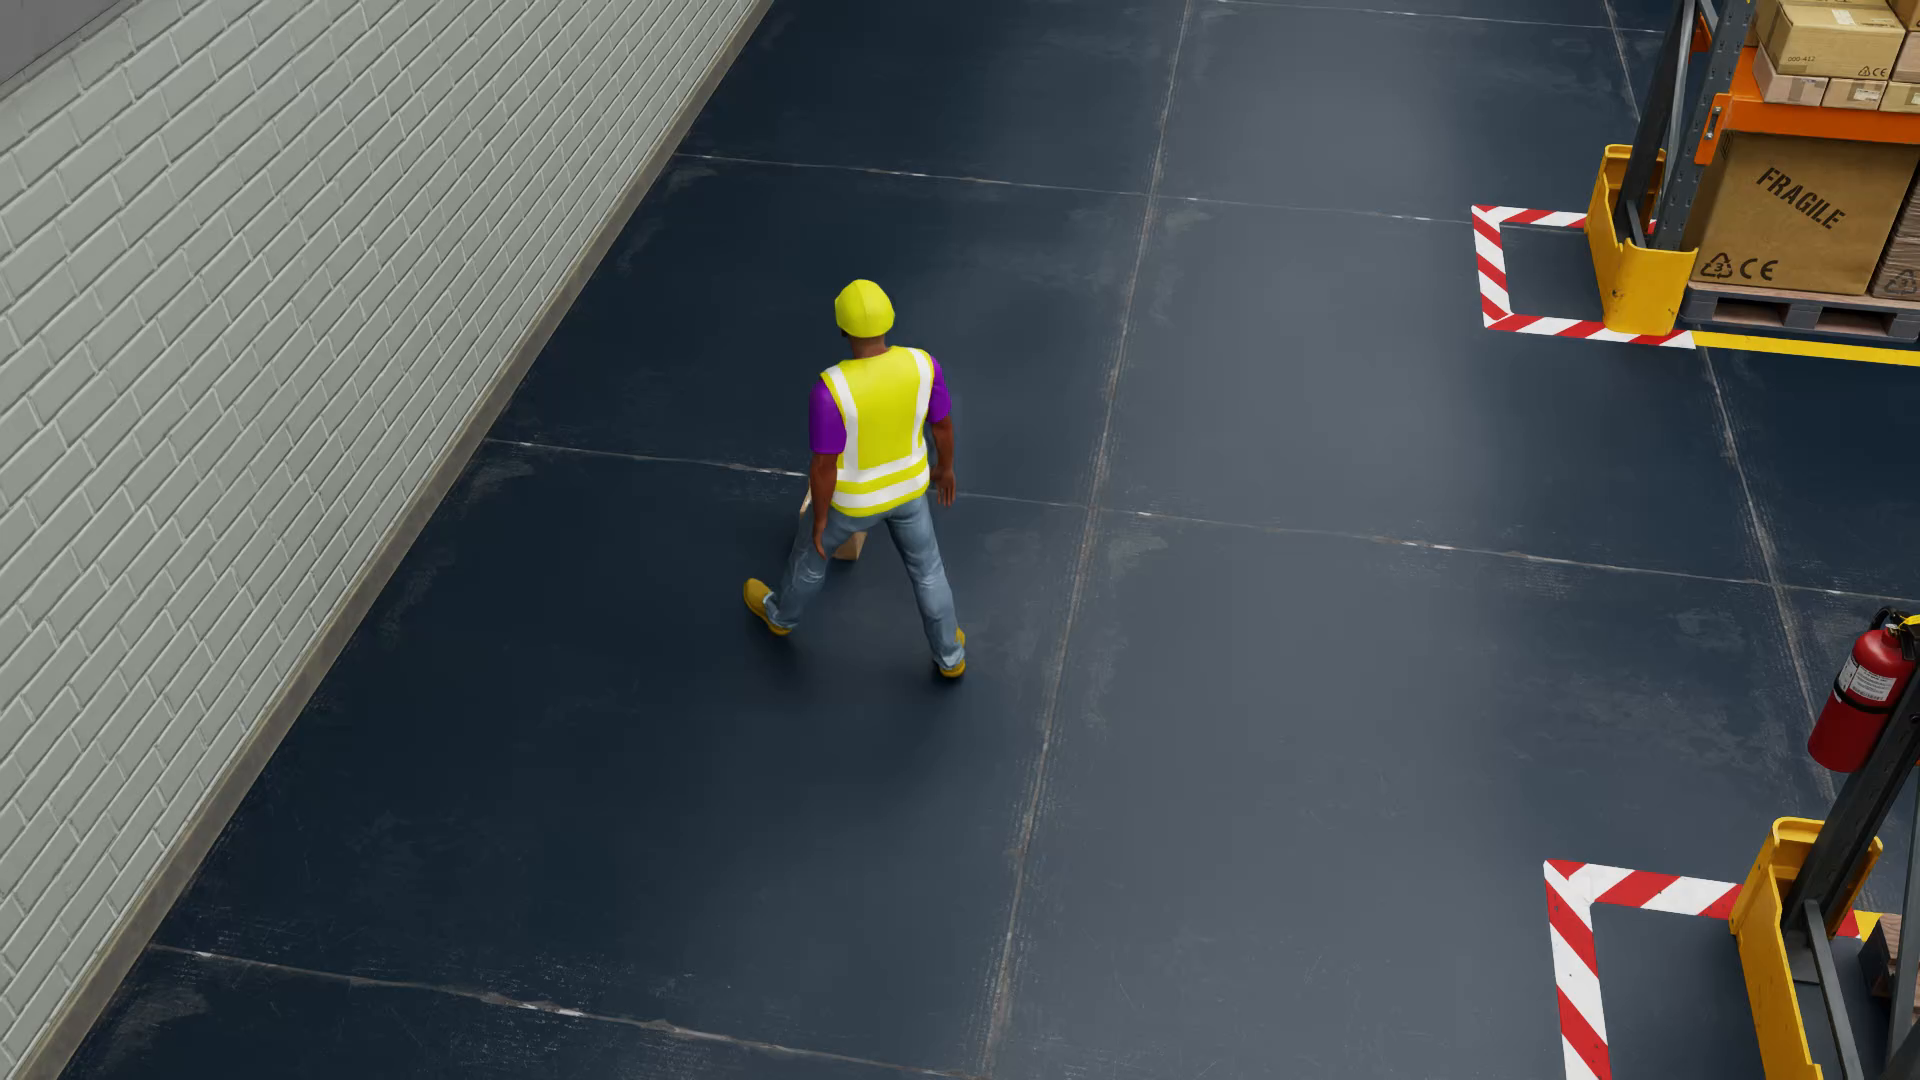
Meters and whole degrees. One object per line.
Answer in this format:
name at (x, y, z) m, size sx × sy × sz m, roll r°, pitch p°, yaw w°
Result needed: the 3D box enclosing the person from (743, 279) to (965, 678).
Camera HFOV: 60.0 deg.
person at (-0.413, -0.254, 6.431) m, size 0.764 × 1.728 × 0.847 m, roll -19°, pitch 44°, yaw -21°
